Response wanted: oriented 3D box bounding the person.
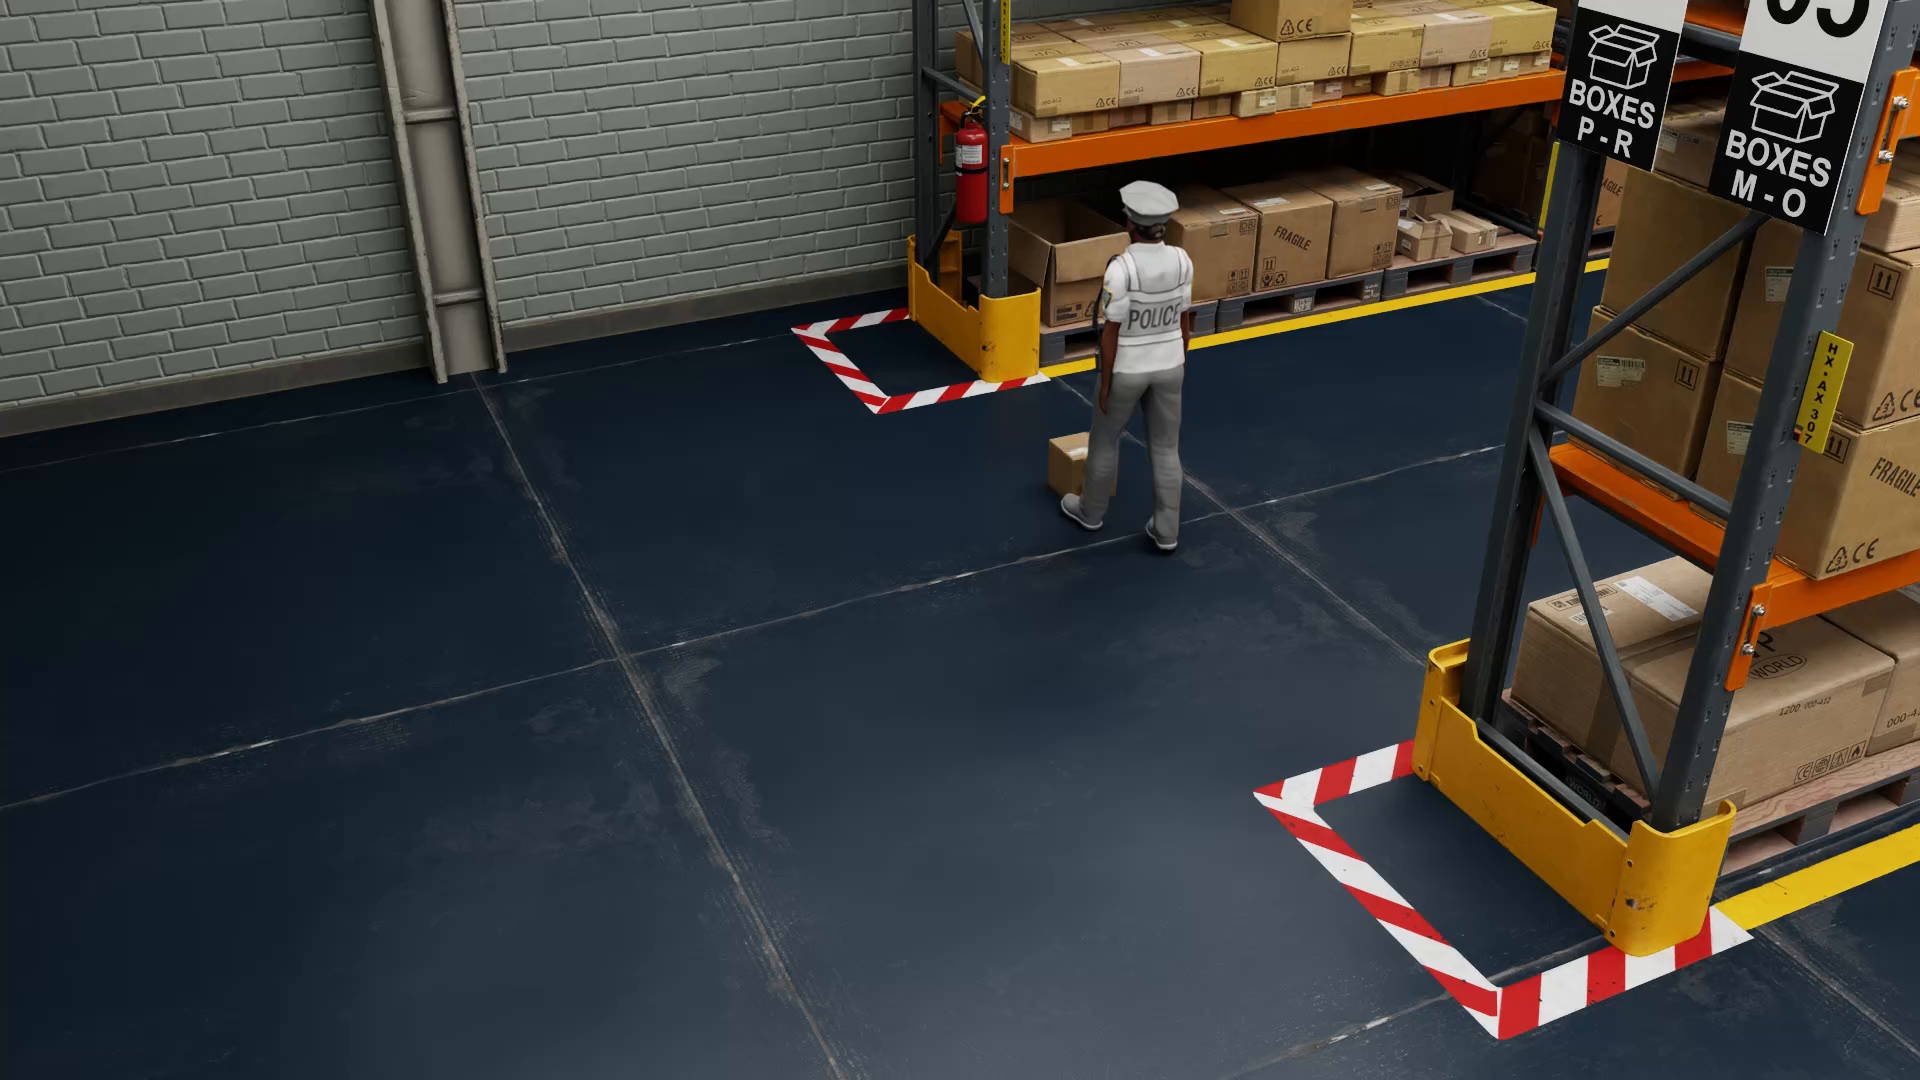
[{"bbox_3d":[0.785,-0.782,7.480,0.469,1.674,0.607,-9,31,-16],"label":"person"}]
